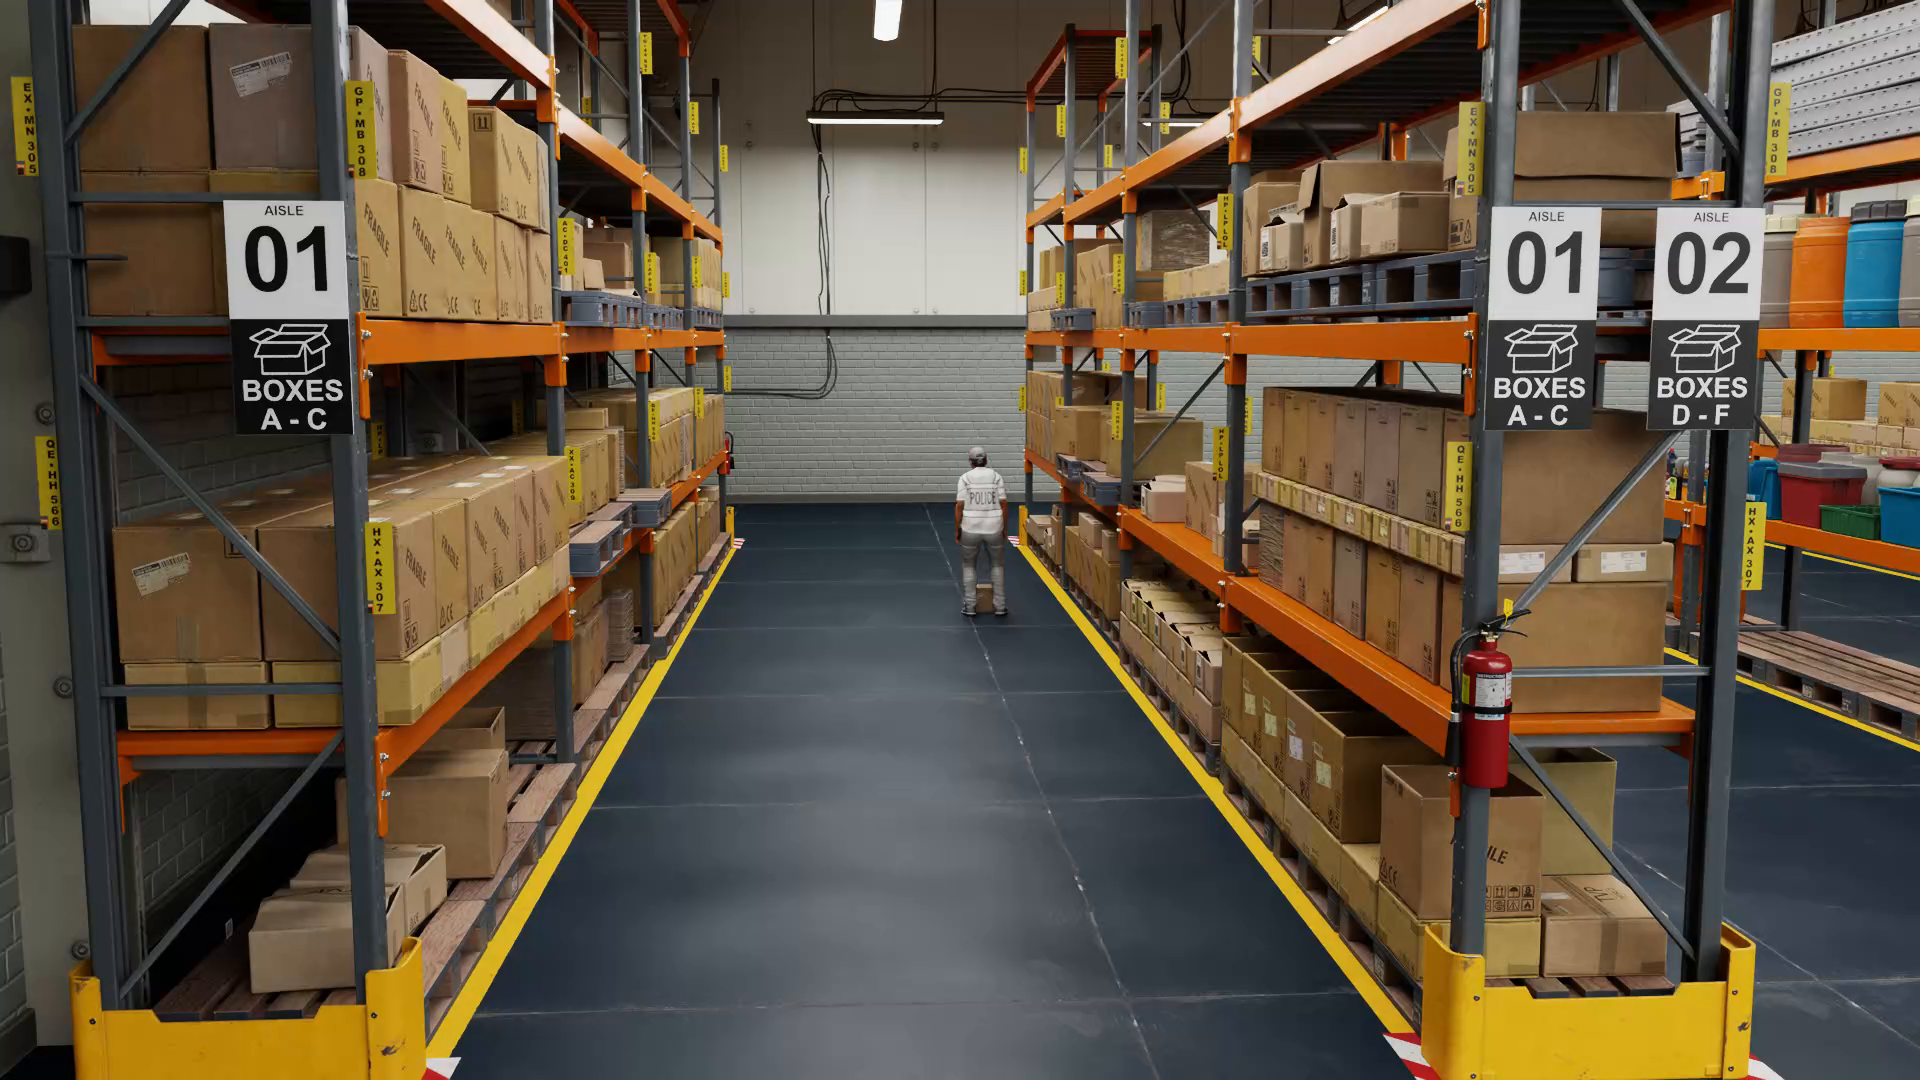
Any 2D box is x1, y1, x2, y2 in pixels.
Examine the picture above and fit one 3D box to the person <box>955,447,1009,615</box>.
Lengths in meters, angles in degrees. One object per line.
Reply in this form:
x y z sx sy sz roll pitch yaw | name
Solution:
0.222 -0.087 16.440 0.561 1.665 0.471 -1 7 -6 | person
